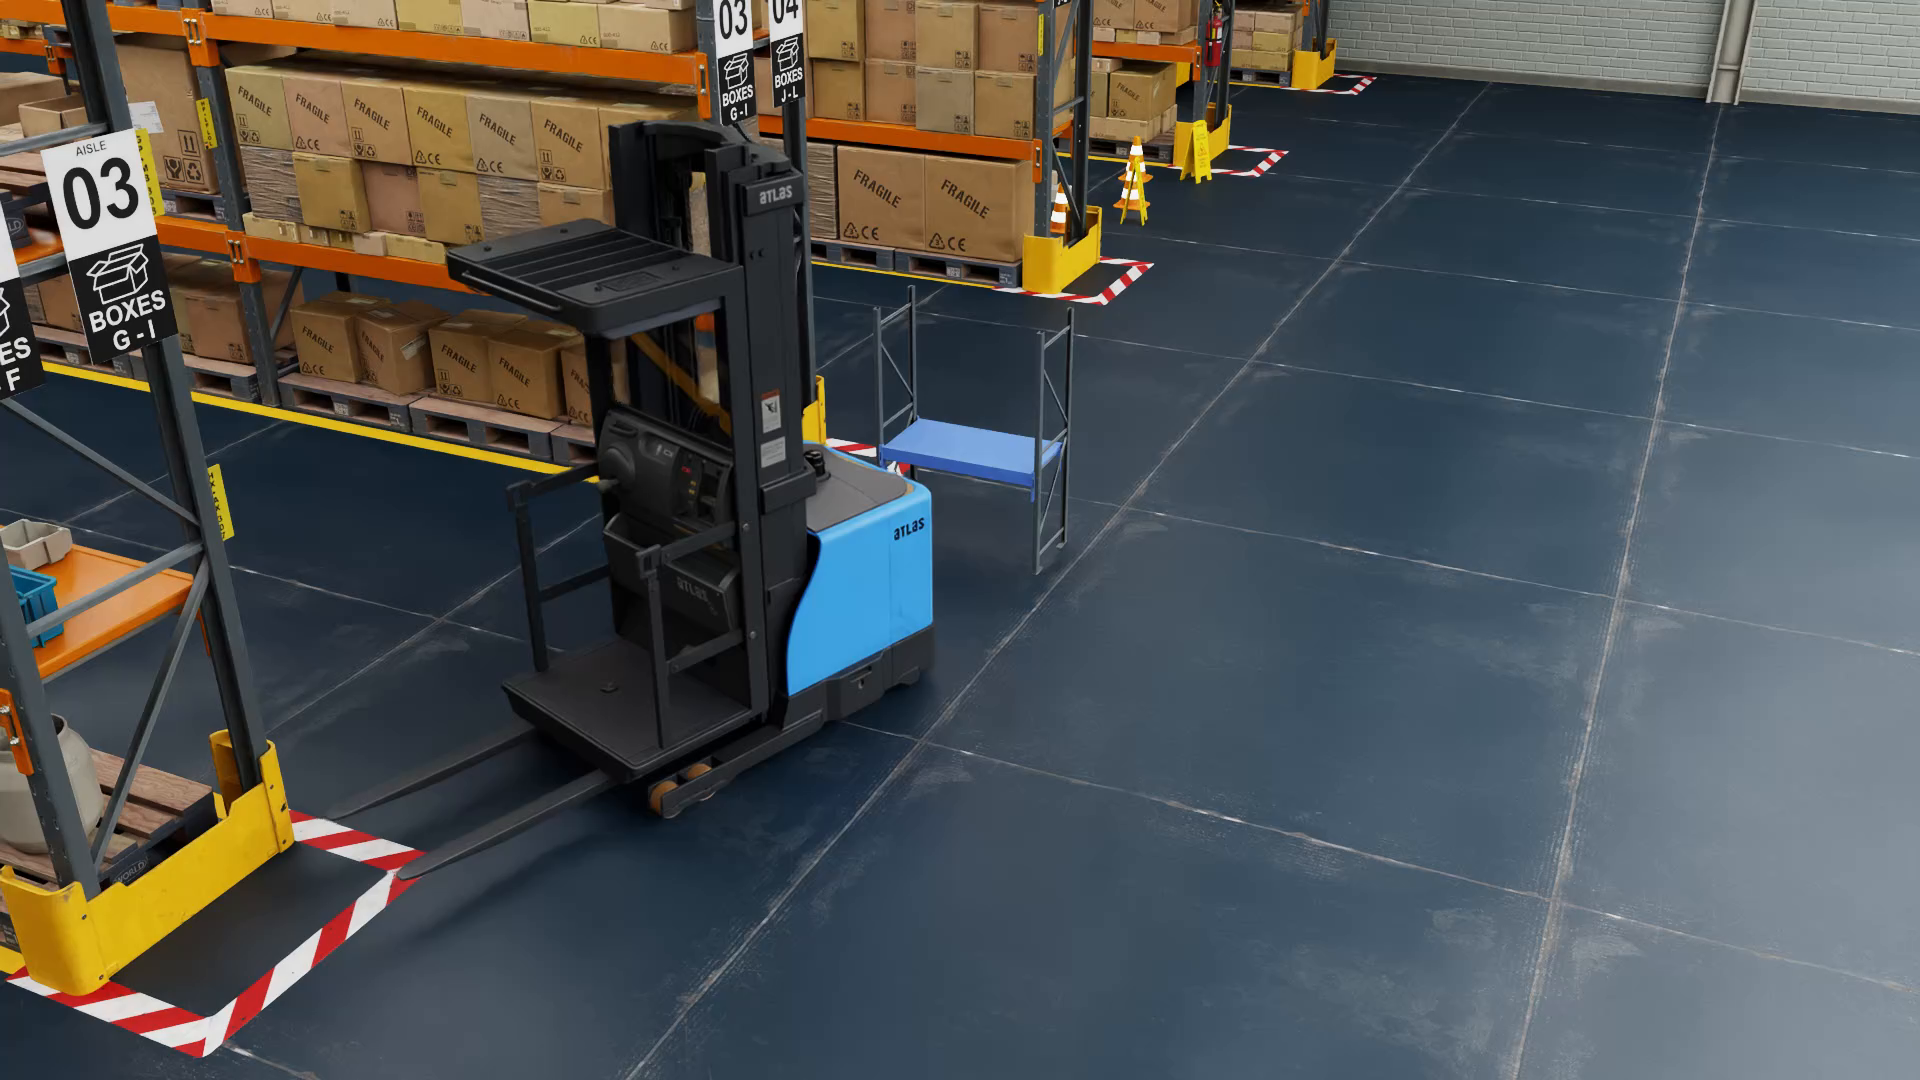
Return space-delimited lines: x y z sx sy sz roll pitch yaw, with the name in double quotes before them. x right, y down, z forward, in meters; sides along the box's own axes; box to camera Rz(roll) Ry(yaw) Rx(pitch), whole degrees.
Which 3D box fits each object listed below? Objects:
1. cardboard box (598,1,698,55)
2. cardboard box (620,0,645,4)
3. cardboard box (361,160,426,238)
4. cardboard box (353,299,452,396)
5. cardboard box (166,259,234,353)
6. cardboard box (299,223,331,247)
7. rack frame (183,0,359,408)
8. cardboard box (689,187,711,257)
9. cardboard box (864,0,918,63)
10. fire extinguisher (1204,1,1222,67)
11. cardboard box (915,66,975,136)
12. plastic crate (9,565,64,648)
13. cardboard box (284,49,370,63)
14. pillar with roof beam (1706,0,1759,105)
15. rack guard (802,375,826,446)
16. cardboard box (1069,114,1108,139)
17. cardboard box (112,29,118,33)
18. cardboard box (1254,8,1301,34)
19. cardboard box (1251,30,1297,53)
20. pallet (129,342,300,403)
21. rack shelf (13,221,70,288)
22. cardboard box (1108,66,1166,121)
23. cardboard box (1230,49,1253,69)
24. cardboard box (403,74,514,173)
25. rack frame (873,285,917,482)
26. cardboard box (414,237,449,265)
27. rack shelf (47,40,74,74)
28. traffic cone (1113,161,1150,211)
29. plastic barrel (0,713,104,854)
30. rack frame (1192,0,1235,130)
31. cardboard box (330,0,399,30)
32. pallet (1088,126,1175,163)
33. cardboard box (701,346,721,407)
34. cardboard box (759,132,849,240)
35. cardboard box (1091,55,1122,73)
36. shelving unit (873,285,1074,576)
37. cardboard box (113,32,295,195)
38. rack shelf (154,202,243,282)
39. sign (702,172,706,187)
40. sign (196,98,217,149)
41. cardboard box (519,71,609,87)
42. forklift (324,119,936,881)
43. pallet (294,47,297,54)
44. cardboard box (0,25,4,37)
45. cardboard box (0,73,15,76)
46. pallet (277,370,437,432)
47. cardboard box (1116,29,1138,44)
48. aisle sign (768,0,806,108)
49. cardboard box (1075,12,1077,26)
"cardboard box" -1.781 -3.057 9.838 0.500 0.250 0.500 12 29 23
"cardboard box" -1.808 -3.270 9.819 0.250 0.149 0.380 10 28 20
"cardboard box" -3.557 -2.439 11.358 0.500 0.500 0.875 11 28 22
"cardboard box" -4.006 -1.400 12.053 0.500 0.500 0.500 22 34 38
"cardboard box" -5.855 -1.816 12.874 0.500 0.500 0.700 11 28 21
"cardboard box" -4.346 -2.166 11.538 0.250 0.149 0.380 11 28 22
"rack frame" -4.879 -2.524 11.981 0.127 3.000 1.000 11 28 22
"cardboard box" -1.727 -2.083 10.635 0.500 0.500 0.875 11 28 22
"cardboard box" -0.406 -4.624 14.855 0.550 0.550 0.875 11 28 22
"fire extinguisher" 2.778 -5.537 18.187 0.183 0.674 0.296 11 28 22
"cardboard box" 0.042 -3.977 14.763 0.550 0.550 0.875 11 28 22
"plastic crate" -3.867 0.294 6.425 0.616 0.251 0.499 11 28 22
"cardboard box" -4.355 -3.180 11.730 0.500 0.500 0.500 11 28 22
"pillar with roof beam" 8.335 -8.127 16.570 0.400 9.000 9.100 11 28 22
"rack guard" -1.306 -0.685 11.076 0.348 0.500 1.175 11 28 22
"cardboard box" 1.549 -4.870 19.383 0.500 0.250 0.500 11 28 22
"cardboard box" -9.139 -5.640 18.118 0.250 0.149 0.380 12 29 22
"cardboard box" 4.368 -7.136 22.854 0.500 0.250 0.500 12 29 24
"cardboard box" 4.344 -6.917 22.974 0.500 0.250 0.500 11 28 21
"pallet" -5.588 -1.415 12.885 1.213 0.211 1.003 11 28 22
"rack shelf" -5.108 -1.190 6.690 4.000 0.370 1.077 11 28 22
"cardboard box" 2.028 -5.110 19.023 0.500 0.500 0.500 12 28 22
"cardboard box" 3.909 -6.783 23.268 0.500 0.250 0.500 11 28 22
"cardboard box" -3.204 -2.697 10.751 0.500 0.500 0.500 11 28 22
"rack frame" -0.385 -0.750 10.076 0.032 1.500 0.500 11 28 22
"cardboard box" -3.436 -1.982 11.165 0.250 0.149 0.380 11 28 22
"rack shelf" -8.195 -5.274 18.382 4.000 0.370 1.077 11 28 22
"traffic cone" 1.789 -3.691 17.223 0.334 0.463 0.336 11 28 22
"plastic barrel" -3.918 1.037 7.089 0.421 0.512 0.421 0 26 0
"rack frame" 2.865 -5.778 18.589 0.127 3.000 1.000 11 28 22
"cardboard box" -3.643 -3.428 10.590 0.500 0.250 0.500 10 28 20
"pallet" 2.071 -4.703 19.564 1.213 0.211 1.003 11 28 22
"cardboard box" -1.799 -0.981 11.201 0.500 0.500 0.500 17 31 31
"cardboard box" -1.368 -3.429 15.749 0.875 0.875 0.875 12 28 22
"cardboard box" 1.666 -5.442 18.961 0.250 0.149 0.380 12 29 23
"shelving unit" 0.078 -0.657 9.887 1.048 1.500 0.538 11 28 22
"cardboard box" -5.544 -3.183 12.165 1.000 1.000 1.000 12 28 22
"rack shelf" -6.699 -2.567 12.883 4.000 0.370 1.077 11 28 22
"sign" -1.485 -2.235 9.724 0.005 0.325 0.100 11 28 22
"sign" -5.105 -2.820 11.271 0.005 0.325 0.100 11 28 22
"cardboard box" -2.533 -2.815 10.990 0.500 0.500 0.500 11 28 22
"forklift" -1.507 -0.291 7.524 1.130 2.935 3.031 23 34 38
"pallet" -7.067 -5.233 17.700 1.003 0.211 1.213 11 28 22
"cardboard box" -10.871 -5.884 19.090 0.250 0.149 0.380 13 29 24
"cardboard box" -11.656 -5.581 20.269 0.250 0.149 0.380 12 28 22
"pallet" -4.253 -1.165 12.377 1.213 0.211 1.003 11 28 22
"cardboard box" 1.935 -5.704 18.725 0.250 0.149 0.380 11 28 21
"aisle sign" -1.057 -3.069 10.143 0.004 0.787 0.394 11 28 22
"cardboard box" 1.349 -6.131 18.856 0.500 0.500 0.500 11 28 22
